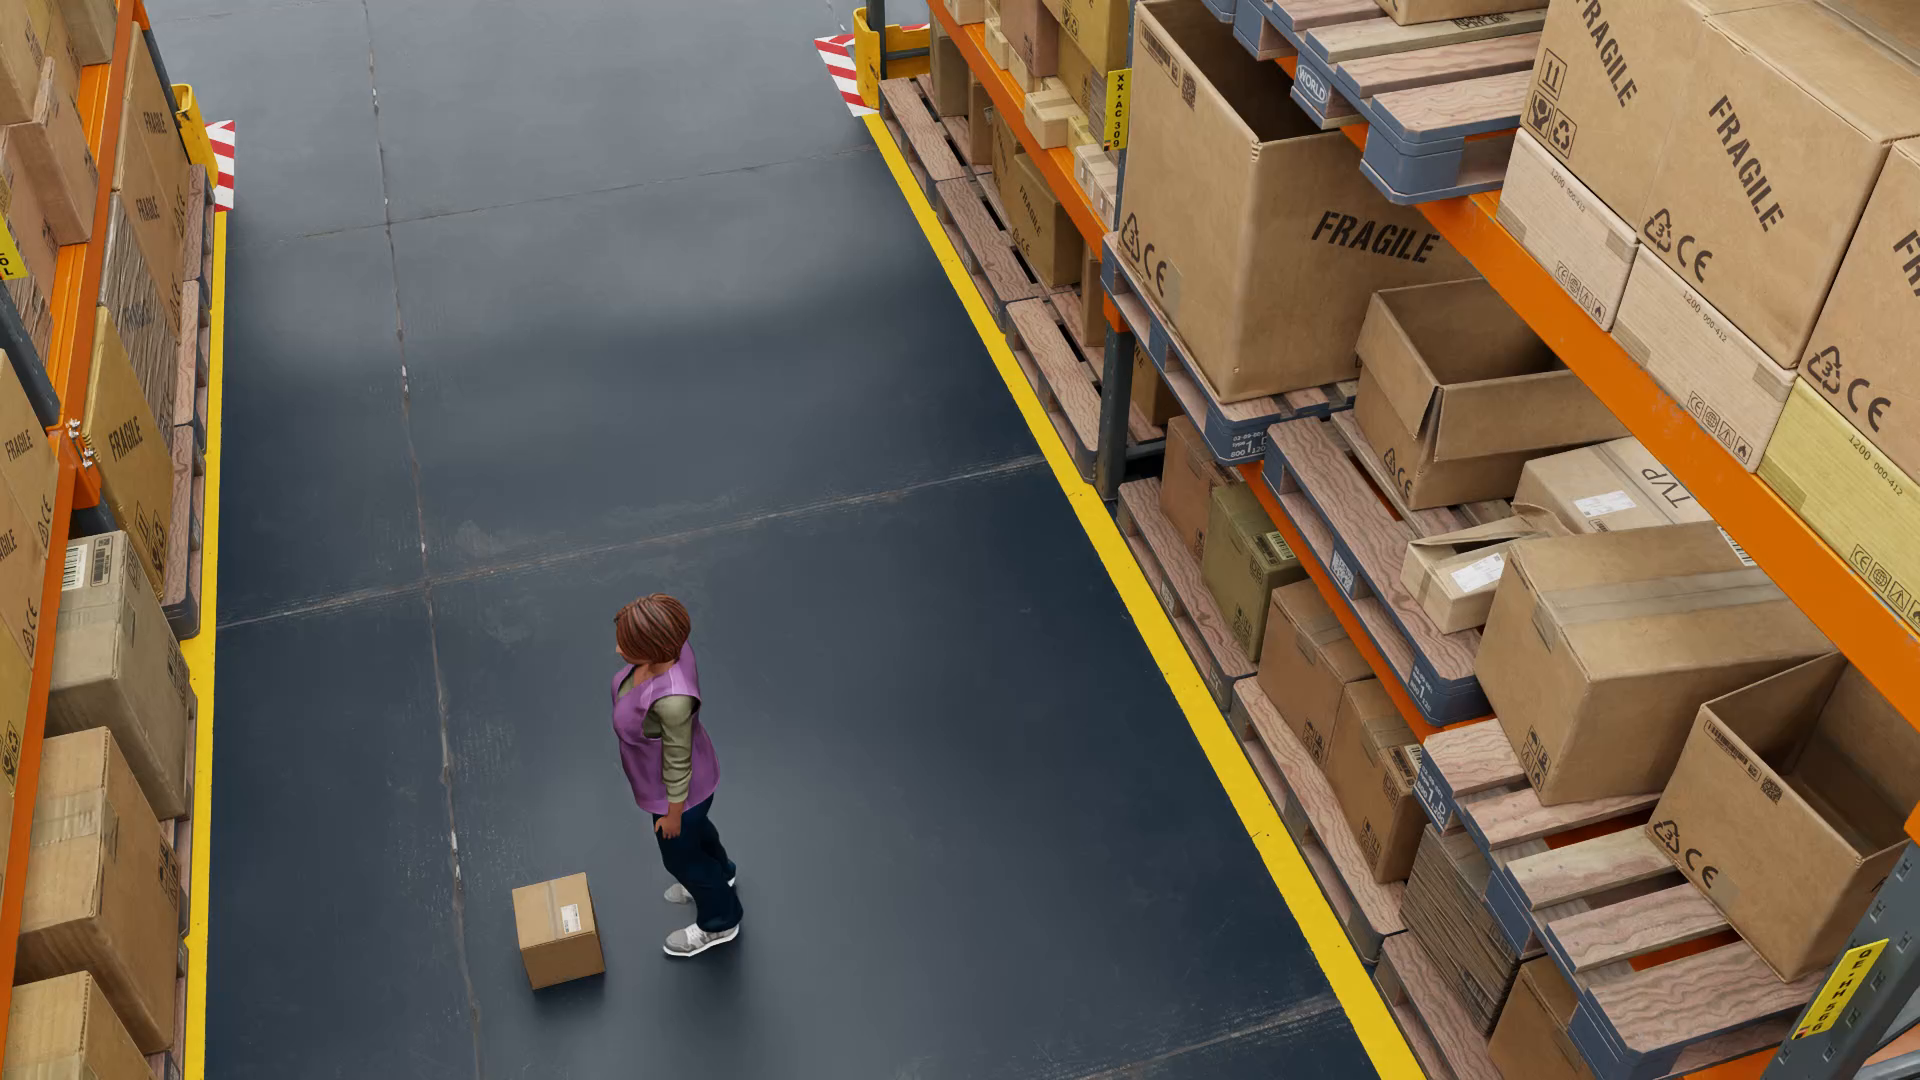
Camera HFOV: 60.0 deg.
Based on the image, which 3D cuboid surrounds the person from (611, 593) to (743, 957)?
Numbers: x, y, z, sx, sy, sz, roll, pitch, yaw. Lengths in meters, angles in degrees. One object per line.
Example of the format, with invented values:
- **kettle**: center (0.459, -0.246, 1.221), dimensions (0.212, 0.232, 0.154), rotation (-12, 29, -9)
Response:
- **person**: center (-0.914, 0.776, 5.353), dimensions (0.312, 1.621, 0.406), rotation (-11, 44, -12)
